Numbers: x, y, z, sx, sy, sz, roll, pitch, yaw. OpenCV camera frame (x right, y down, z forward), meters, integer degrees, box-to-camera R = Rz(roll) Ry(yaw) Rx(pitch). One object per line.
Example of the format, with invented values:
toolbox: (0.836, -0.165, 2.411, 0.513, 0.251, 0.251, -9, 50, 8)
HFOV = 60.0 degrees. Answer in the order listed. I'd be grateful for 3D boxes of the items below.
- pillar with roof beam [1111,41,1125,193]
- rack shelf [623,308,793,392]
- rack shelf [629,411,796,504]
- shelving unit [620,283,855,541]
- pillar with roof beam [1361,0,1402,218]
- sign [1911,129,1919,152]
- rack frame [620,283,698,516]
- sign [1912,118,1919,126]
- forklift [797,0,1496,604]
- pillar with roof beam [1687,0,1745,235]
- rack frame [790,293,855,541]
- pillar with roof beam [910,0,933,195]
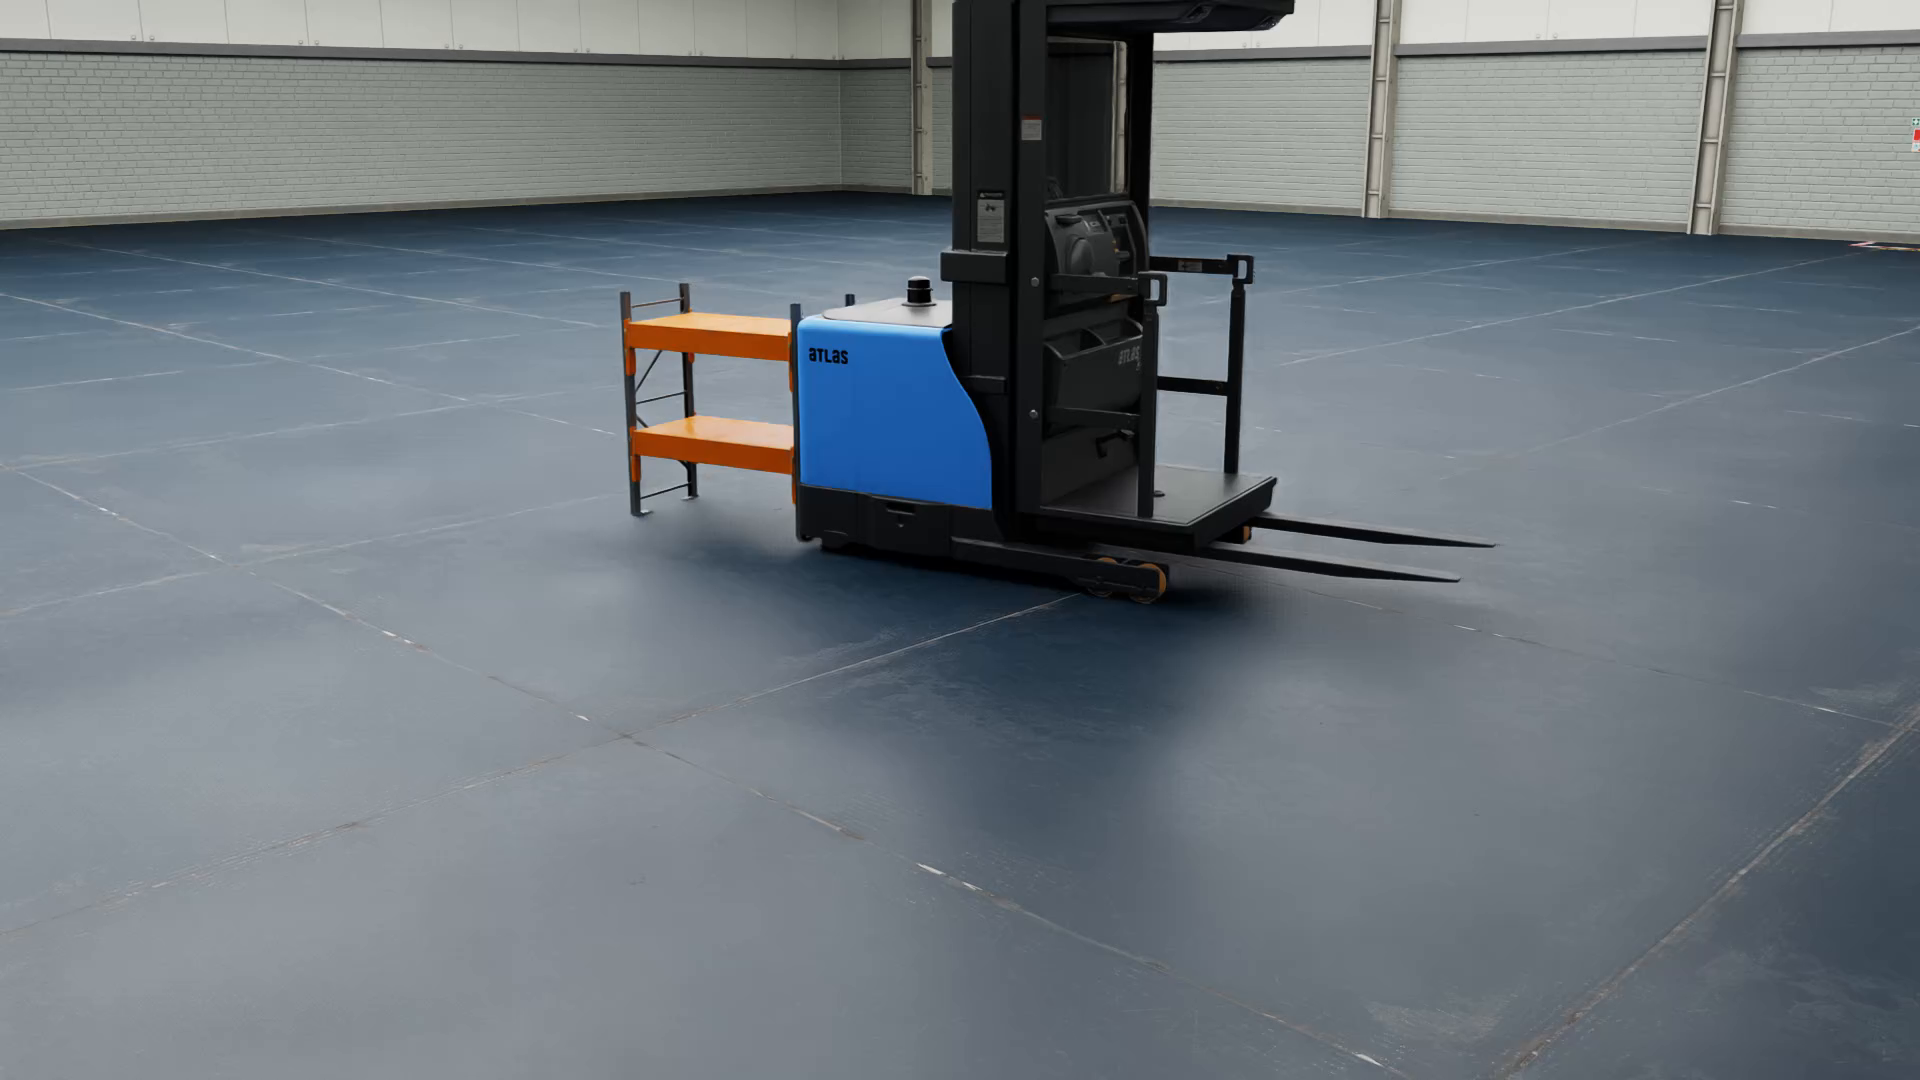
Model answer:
pillar with roof beam: (0.442, -10.649, 30.956, 0.400, 9.000, 9.100, 14, 20, 42)
rack shelf: (-1.086, -0.942, 8.157, 1.000, 0.278, 0.538, 8, 17, 29)
rack shelf: (-1.086, -0.422, 8.292, 1.000, 0.278, 0.538, 8, 17, 29)
shelving unit: (-1.086, -0.659, 8.231, 1.048, 1.125, 0.538, 8, 17, 29)
pillar with roof beam: (4.762, -9.599, 26.926, 0.400, 9.000, 9.100, 14, 20, 42)
sign: (14.309, -5.950, 24.747, 0.234, 0.329, 0.001, 14, 20, 42)
rack frame: (-1.528, -0.723, 8.474, 0.032, 1.125, 0.500, 8, 17, 29)
sign: (14.306, -6.204, 24.671, 0.331, 0.109, 0.001, 14, 20, 42)
forklift: (0.779, -1.306, 7.132, 3.031, 2.935, 1.130, 8, 17, 29)
pillar with roof beam: (9.081, -8.549, 22.896, 0.400, 9.000, 9.100, 14, 20, 42)
rack frame: (-0.645, -0.596, 7.987, 0.032, 1.125, 0.500, 8, 17, 29)
pillar with roof beam: (-3.877, -11.700, 34.987, 0.400, 9.000, 9.100, 14, 20, 42)
